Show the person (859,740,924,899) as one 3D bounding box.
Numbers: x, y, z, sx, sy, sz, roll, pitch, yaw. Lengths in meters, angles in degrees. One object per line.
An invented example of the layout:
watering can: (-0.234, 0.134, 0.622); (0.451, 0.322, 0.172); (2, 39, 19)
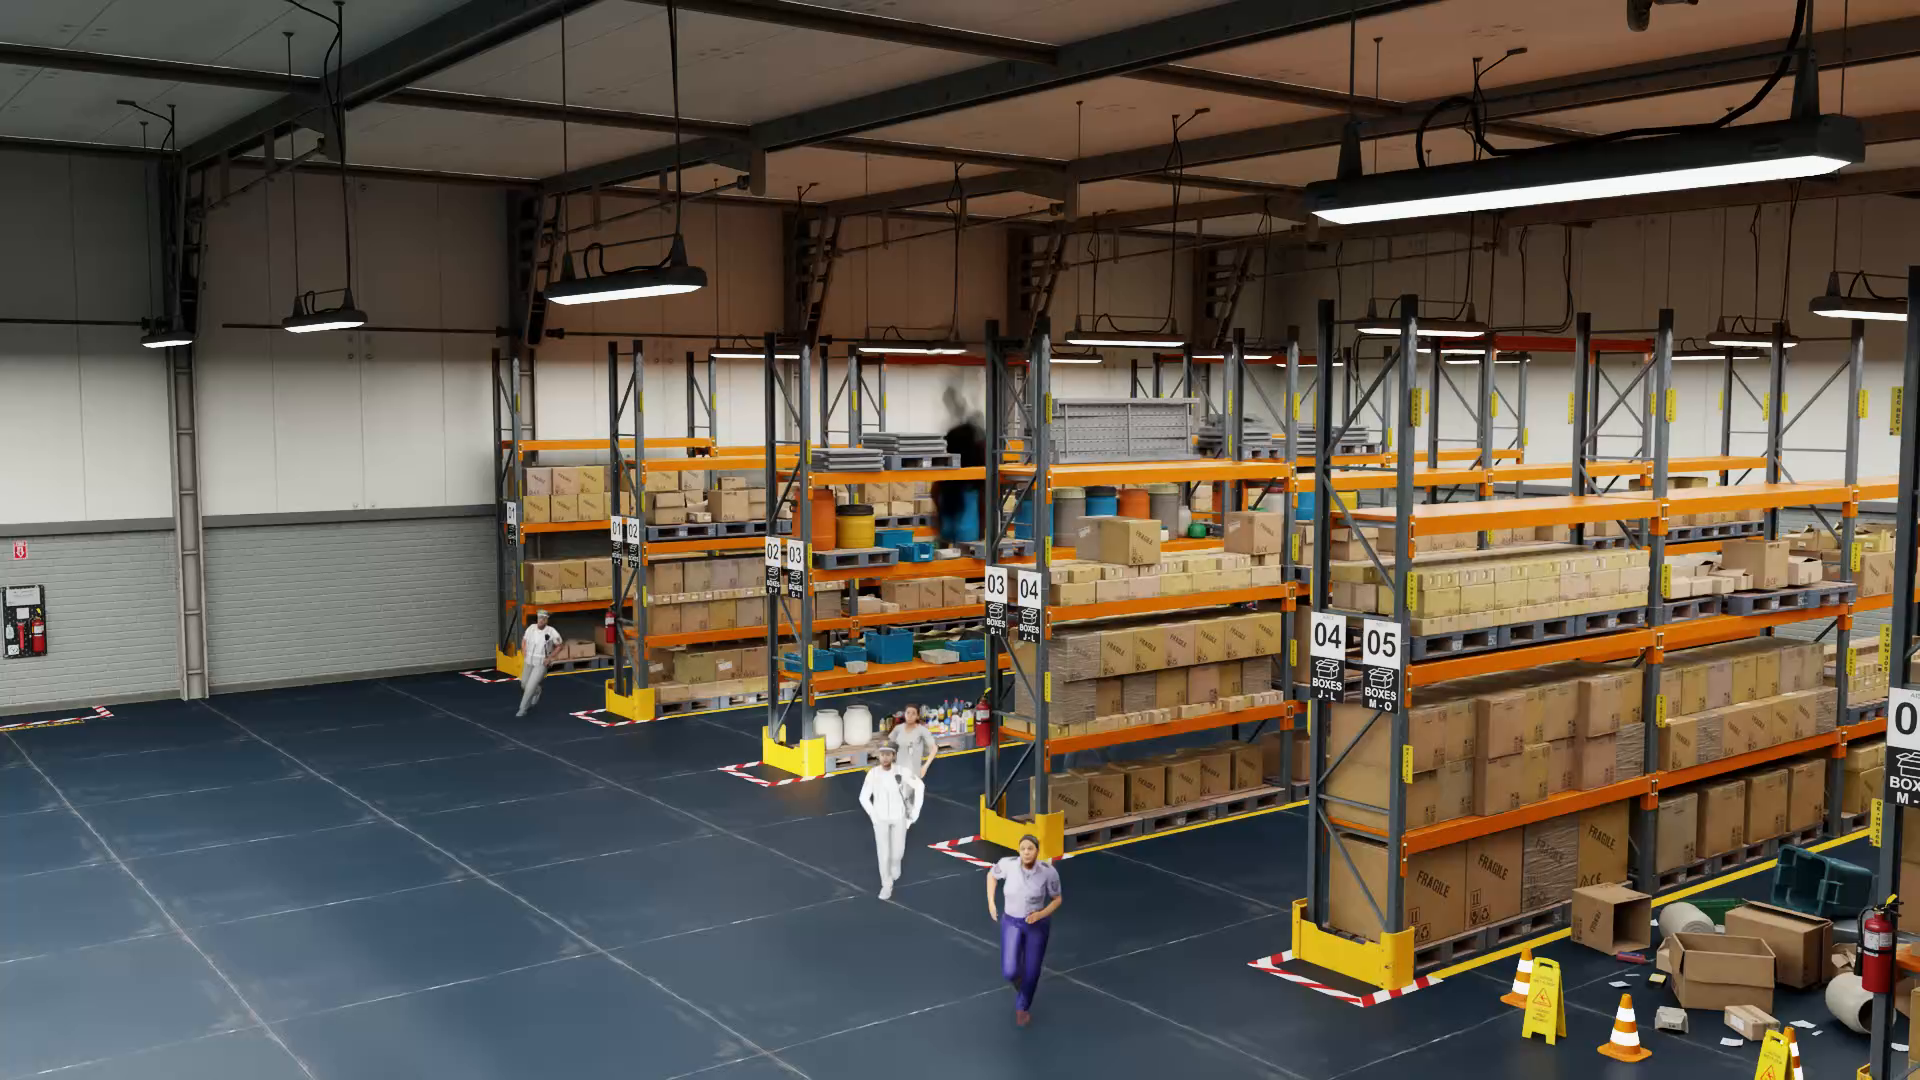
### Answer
person: (-0.705, 2.865, 17.001); (0.653, 1.650, 0.584); (0, 5, 4)

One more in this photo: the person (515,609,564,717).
person: (-6.780, 1.965, 26.926); (0.709, 1.715, 0.833); (1, 5, 13)

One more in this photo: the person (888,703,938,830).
person: (-0.613, 2.678, 19.228); (0.620, 1.612, 0.513); (3, 6, 27)

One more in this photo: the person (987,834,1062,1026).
person: (0.516, 3.190, 13.626); (0.645, 1.600, 0.623); (1, 5, 10)

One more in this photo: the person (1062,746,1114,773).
person: (1.653, 2.339, 21.817); (0.922, 1.781, 0.685); (-4, 6, -36)
